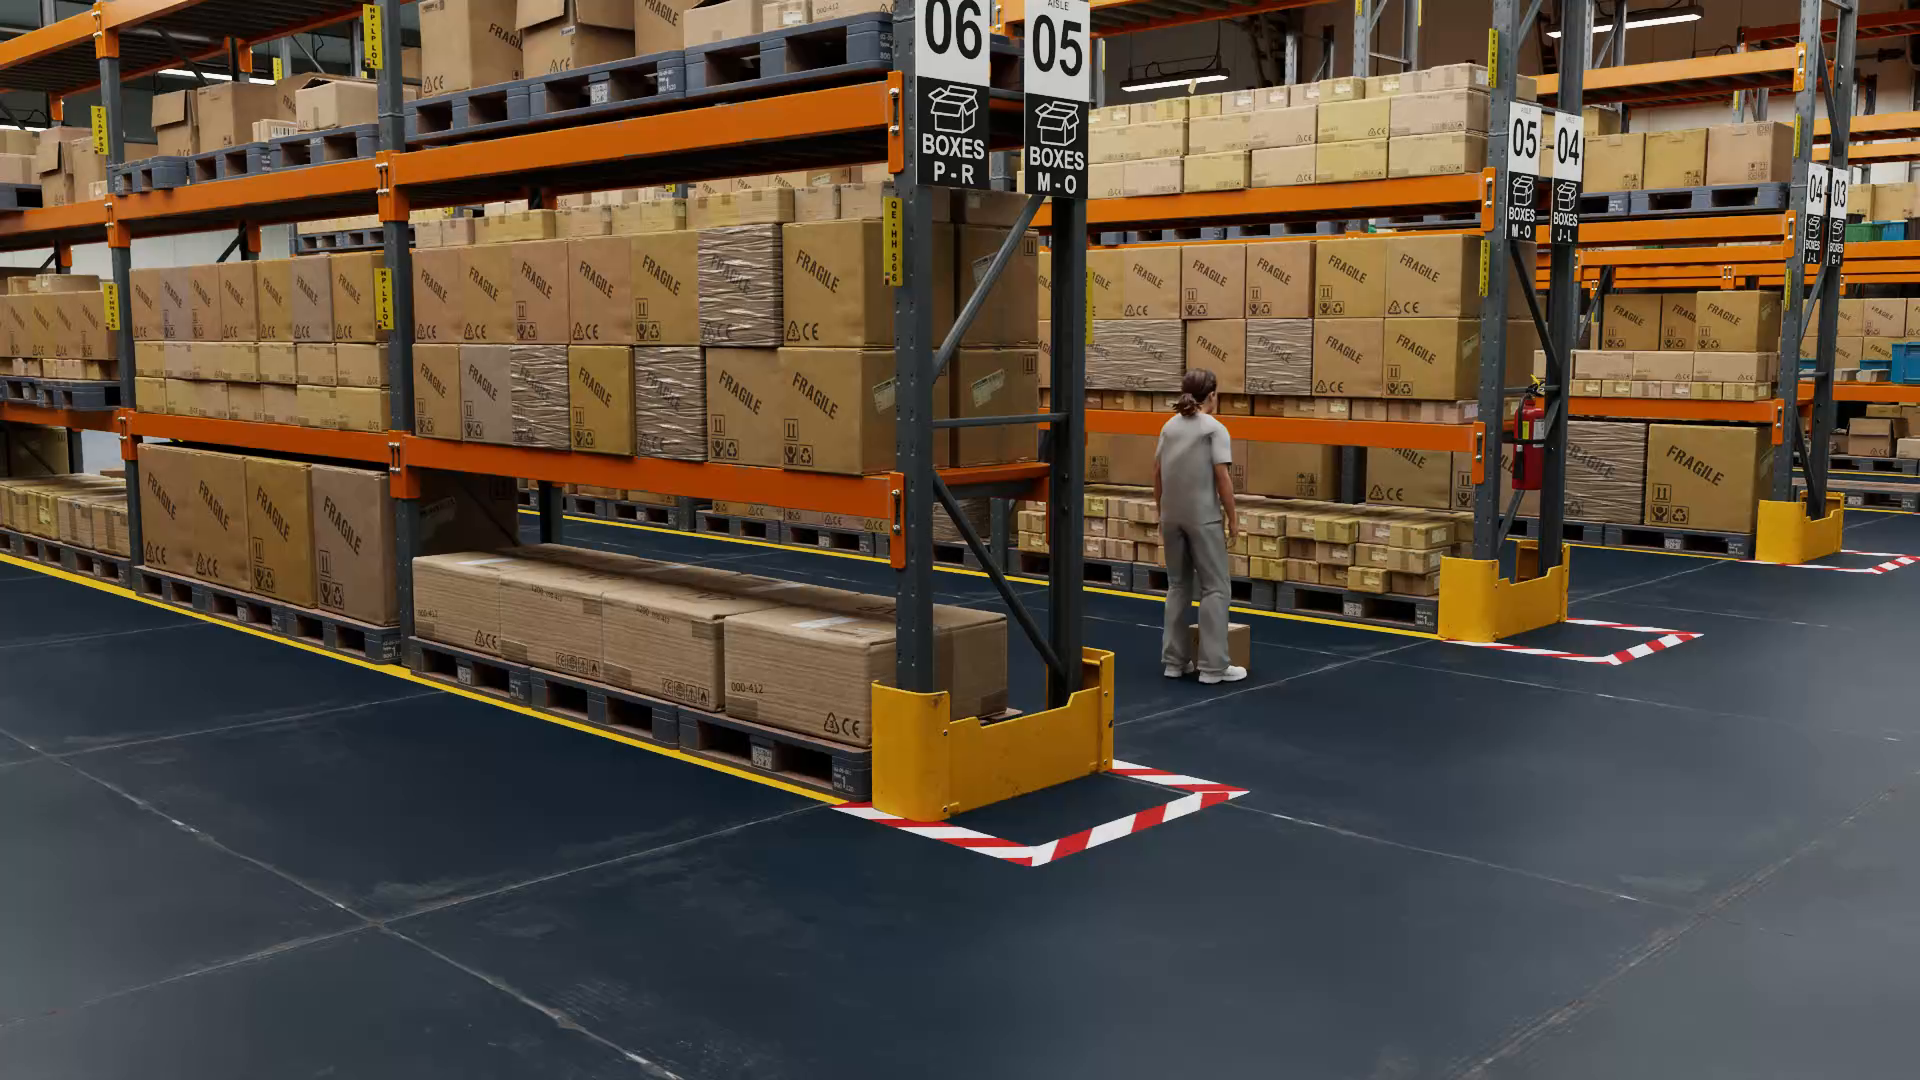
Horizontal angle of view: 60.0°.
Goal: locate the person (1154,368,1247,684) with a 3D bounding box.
[{"bbox_3d":[1.270,-0.085,8.945,0.505,1.673,0.358,6,10,42],"label":"person"}]
